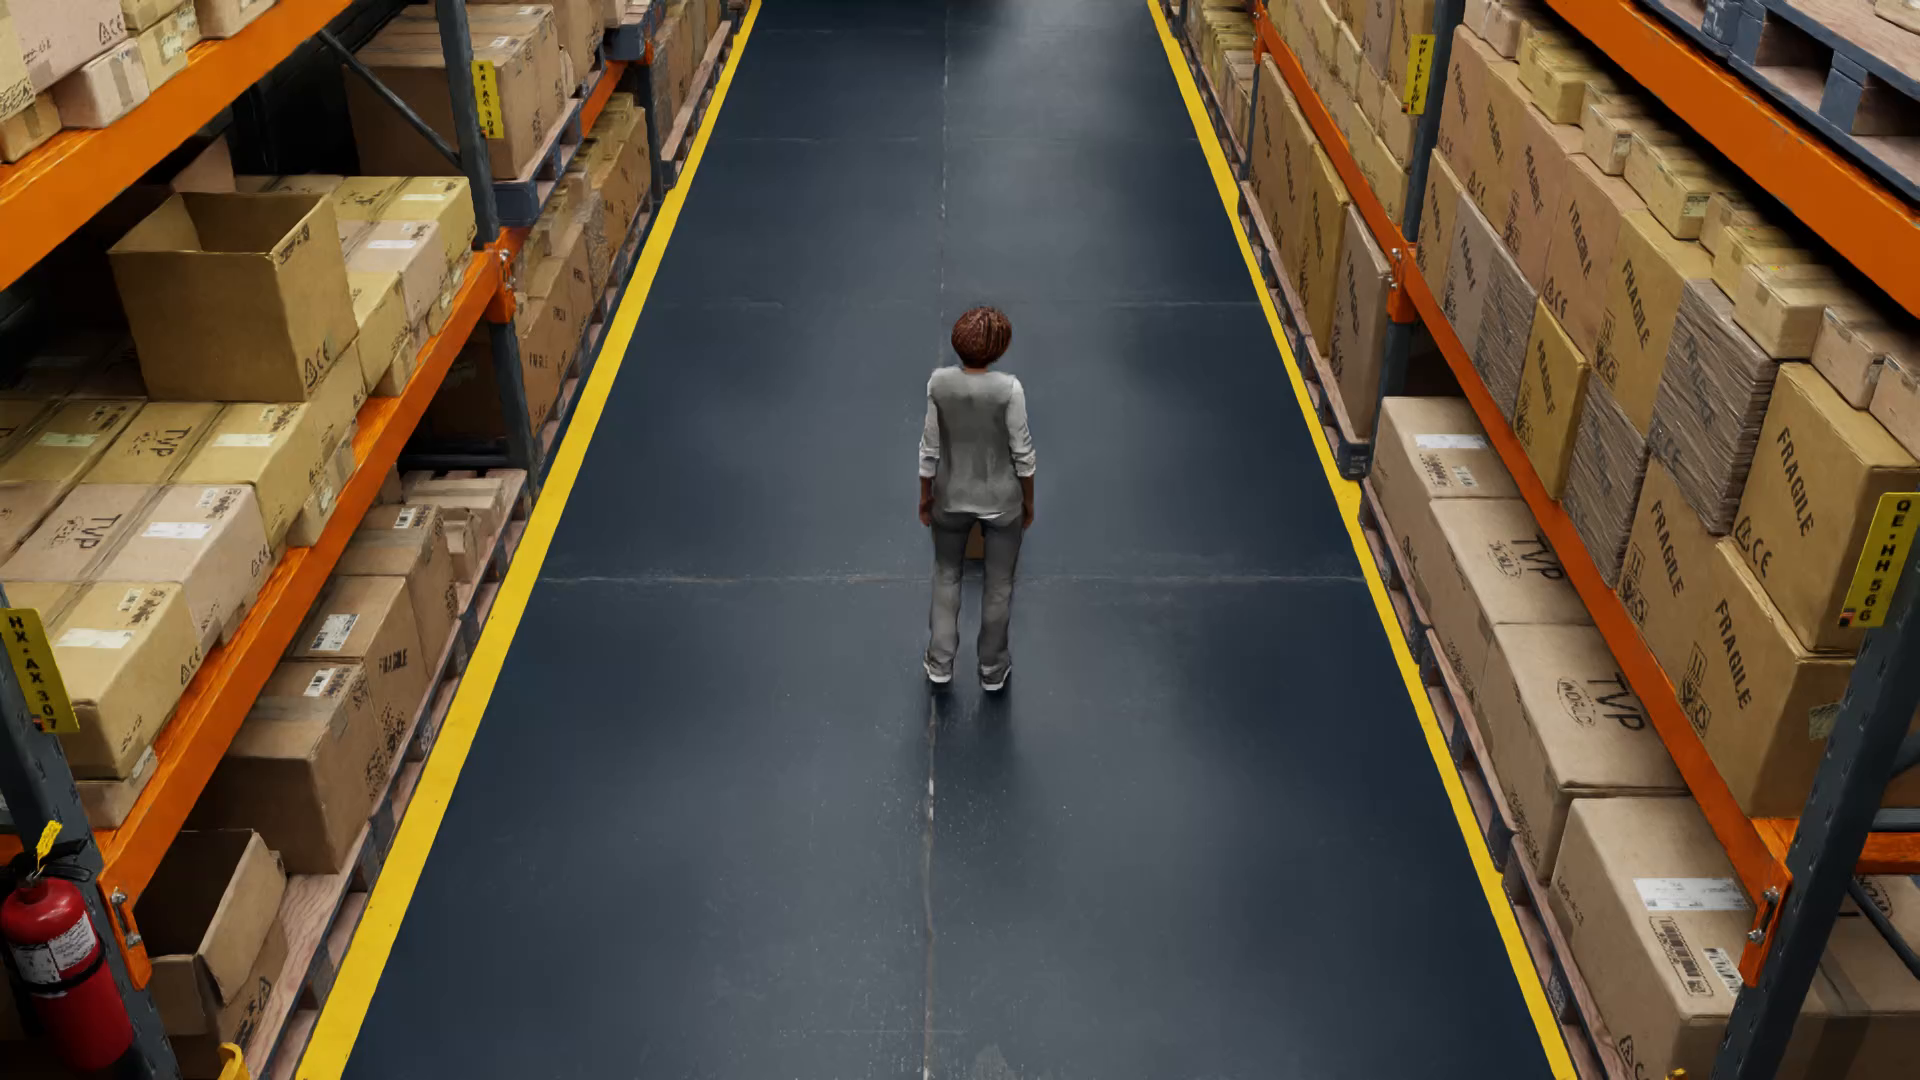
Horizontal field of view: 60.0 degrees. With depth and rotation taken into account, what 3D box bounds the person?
[{"bbox_3d":[0.060,-0.133,6.345,0.447,1.580,0.365,4,32,7],"label":"person"}]
